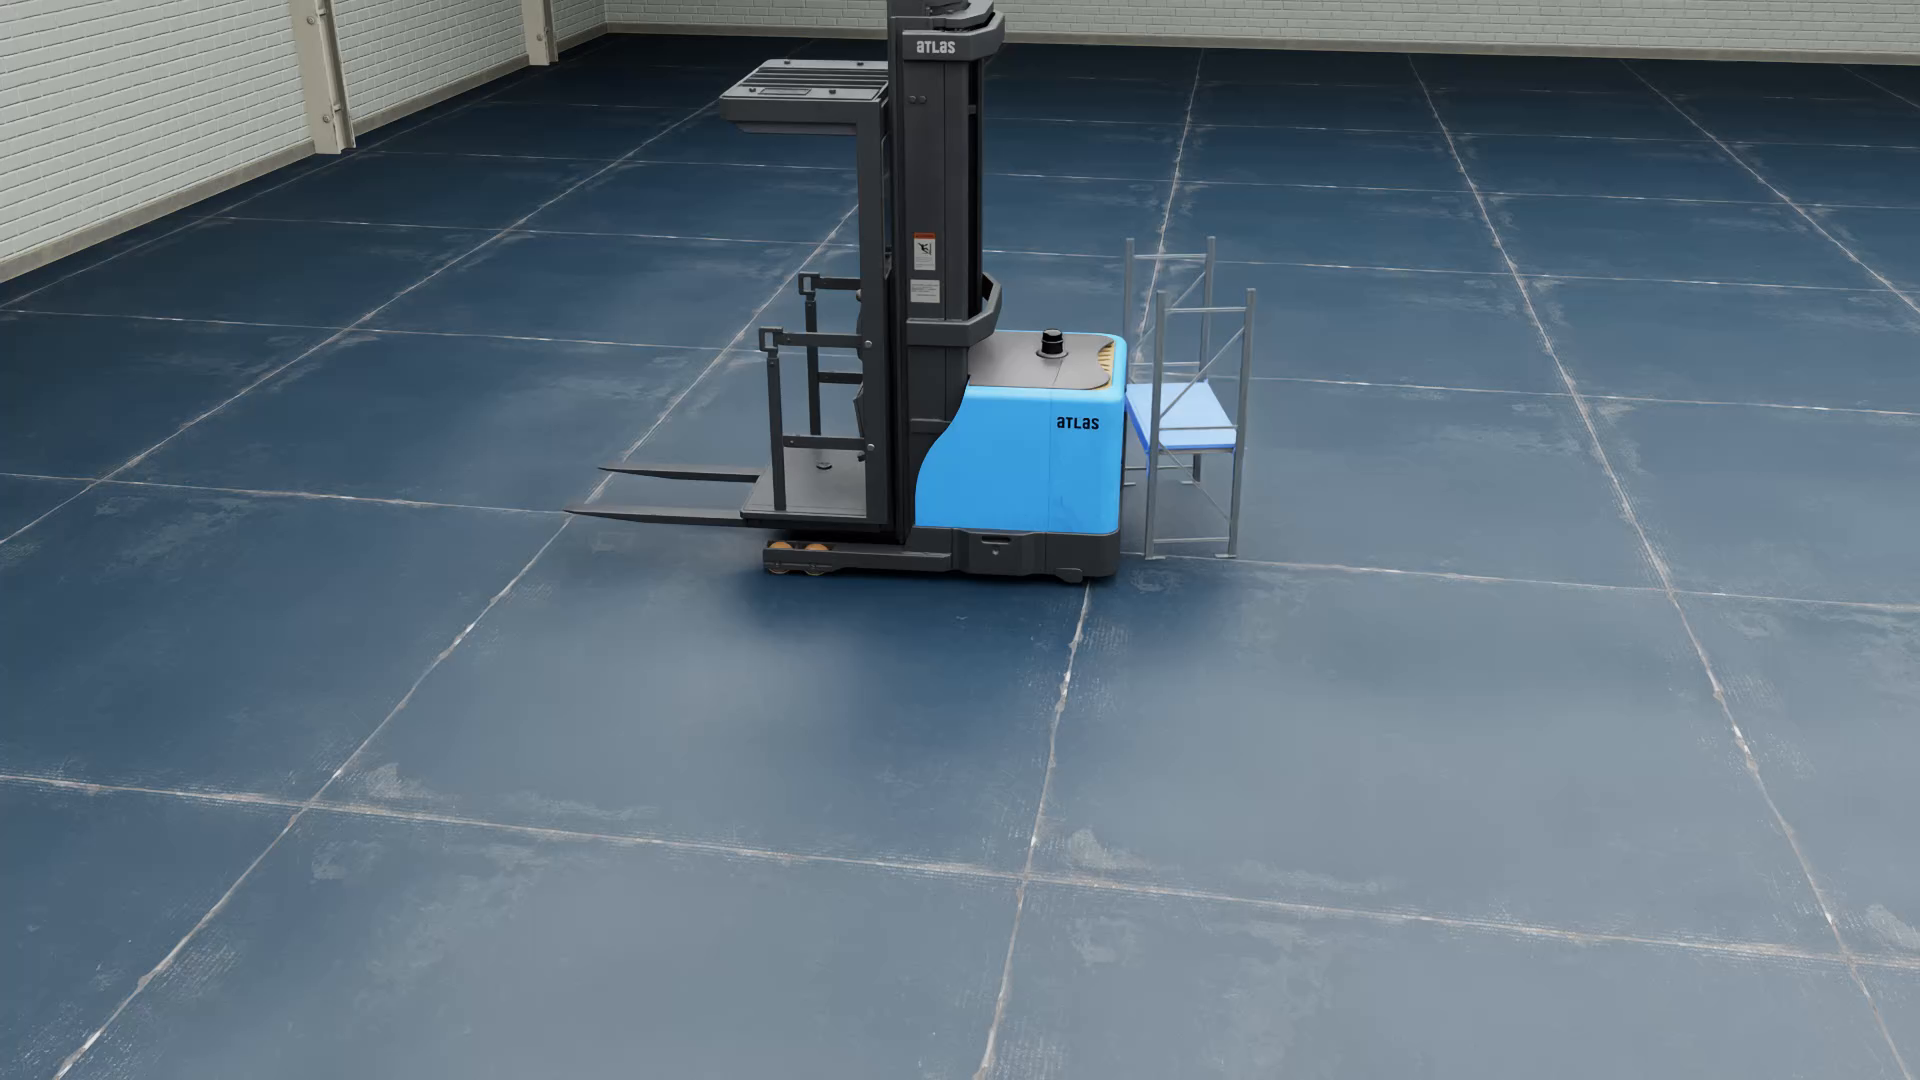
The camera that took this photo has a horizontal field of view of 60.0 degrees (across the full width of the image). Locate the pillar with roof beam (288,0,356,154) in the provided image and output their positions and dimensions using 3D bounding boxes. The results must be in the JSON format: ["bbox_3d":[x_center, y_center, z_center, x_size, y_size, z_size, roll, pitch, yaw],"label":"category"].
[{"bbox_3d":[-2.728,-8.129,16.003,9.100,9.000,0.400,4,25,9],"label":"pillar with roof beam"}]

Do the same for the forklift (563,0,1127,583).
[{"bbox_3d":[-0.626,-1.357,8.692,3.031,2.935,1.130,3,25,6],"label":"forklift"}]

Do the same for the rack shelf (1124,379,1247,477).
[{"bbox_3d":[1.218,-0.635,9.260,0.538,0.185,1.000,-2,25,-3],"label":"rack shelf"}]

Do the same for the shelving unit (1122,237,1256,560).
[{"bbox_3d":[1.217,-0.798,9.184,0.538,1.500,1.048,-2,25,-3],"label":"shelving unit"}]

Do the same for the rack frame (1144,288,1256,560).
[{"bbox_3d":[1.249,-0.583,8.724,0.500,1.500,0.032,-2,25,-3],"label":"rack frame"}]

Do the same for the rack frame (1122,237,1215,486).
[{"bbox_3d":[1.185,-1.013,9.643,0.500,1.500,0.032,-2,25,-3],"label":"rack frame"}]

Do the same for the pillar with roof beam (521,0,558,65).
[{"bbox_3d":[-1.747,-10.639,21.364,9.100,9.000,0.400,4,25,9],"label":"pillar with roof beam"}]
